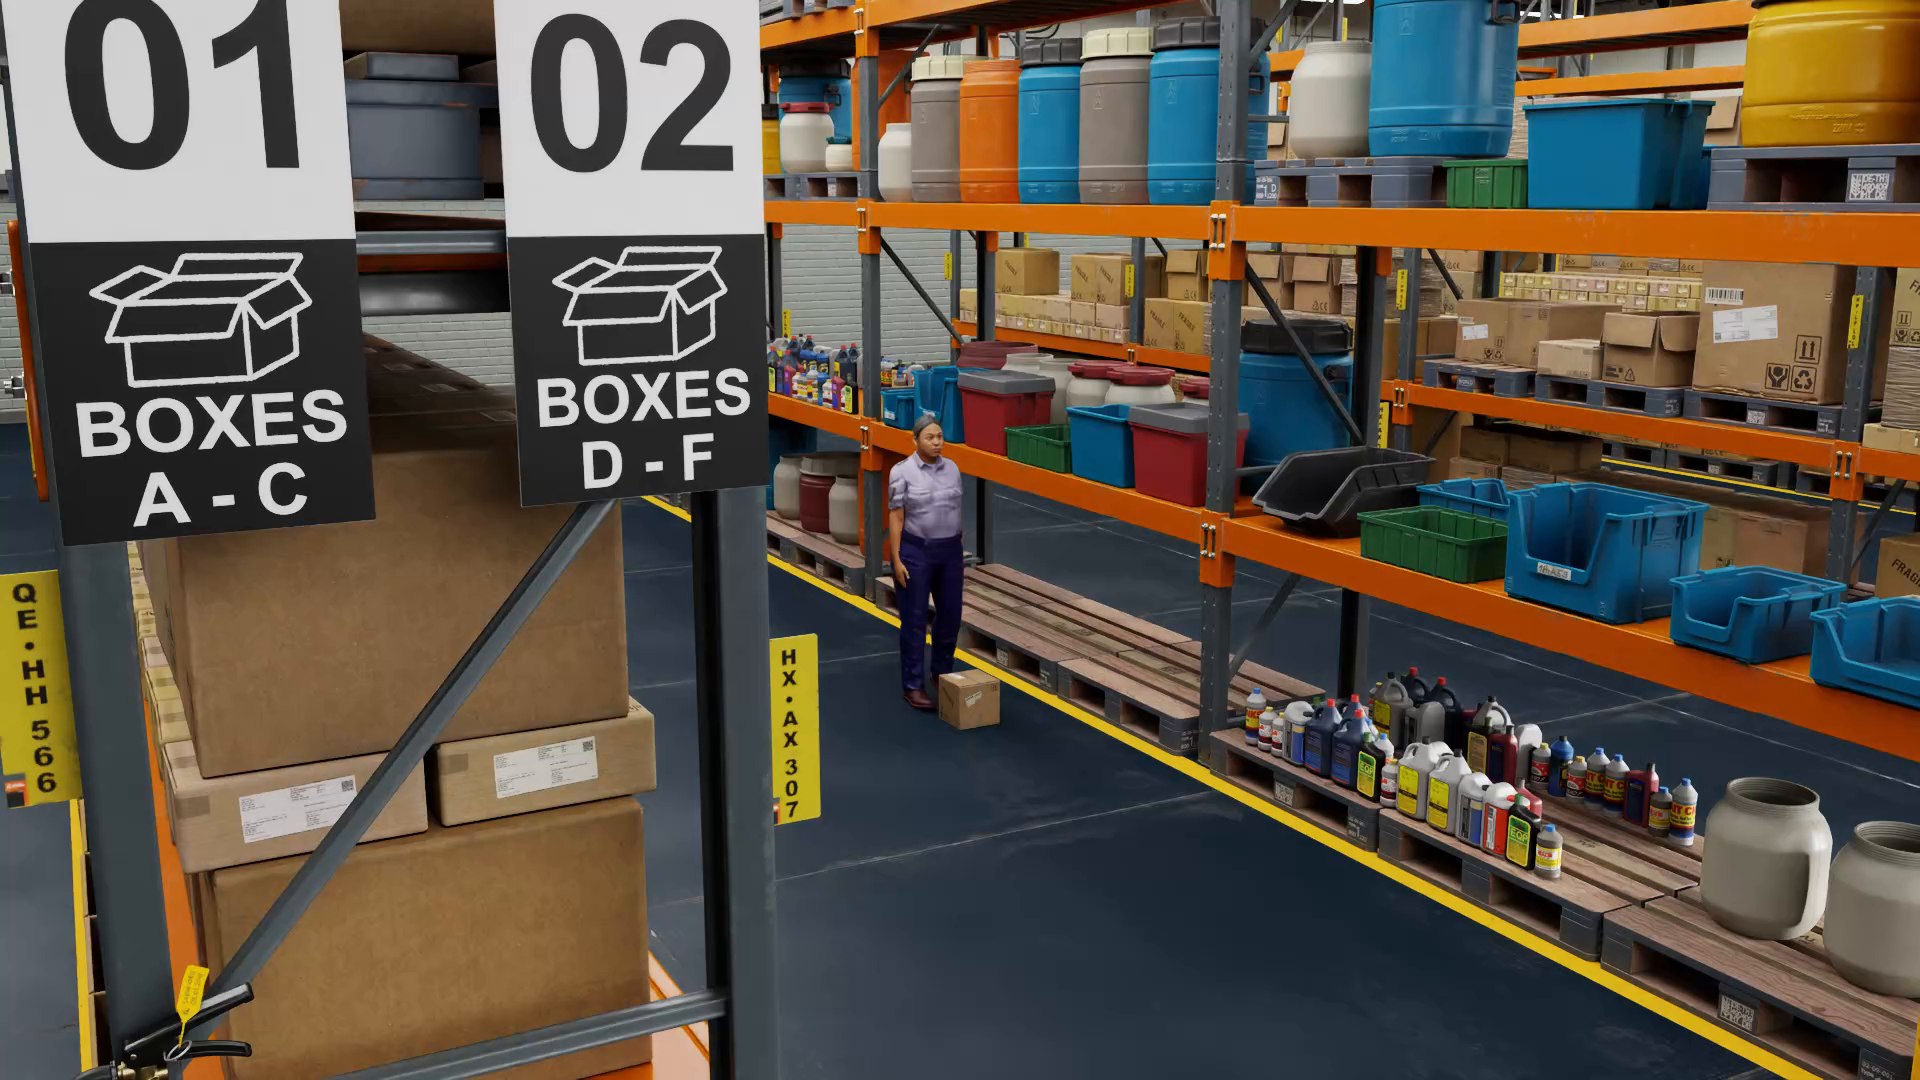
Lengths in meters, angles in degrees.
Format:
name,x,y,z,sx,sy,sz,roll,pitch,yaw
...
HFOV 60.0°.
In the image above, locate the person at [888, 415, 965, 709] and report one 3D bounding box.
name,x,y,z,sx,sy,sz,roll,pitch,yaw
person,-0.172,0.140,9.456,0.479,1.707,0.441,-6,13,-27
